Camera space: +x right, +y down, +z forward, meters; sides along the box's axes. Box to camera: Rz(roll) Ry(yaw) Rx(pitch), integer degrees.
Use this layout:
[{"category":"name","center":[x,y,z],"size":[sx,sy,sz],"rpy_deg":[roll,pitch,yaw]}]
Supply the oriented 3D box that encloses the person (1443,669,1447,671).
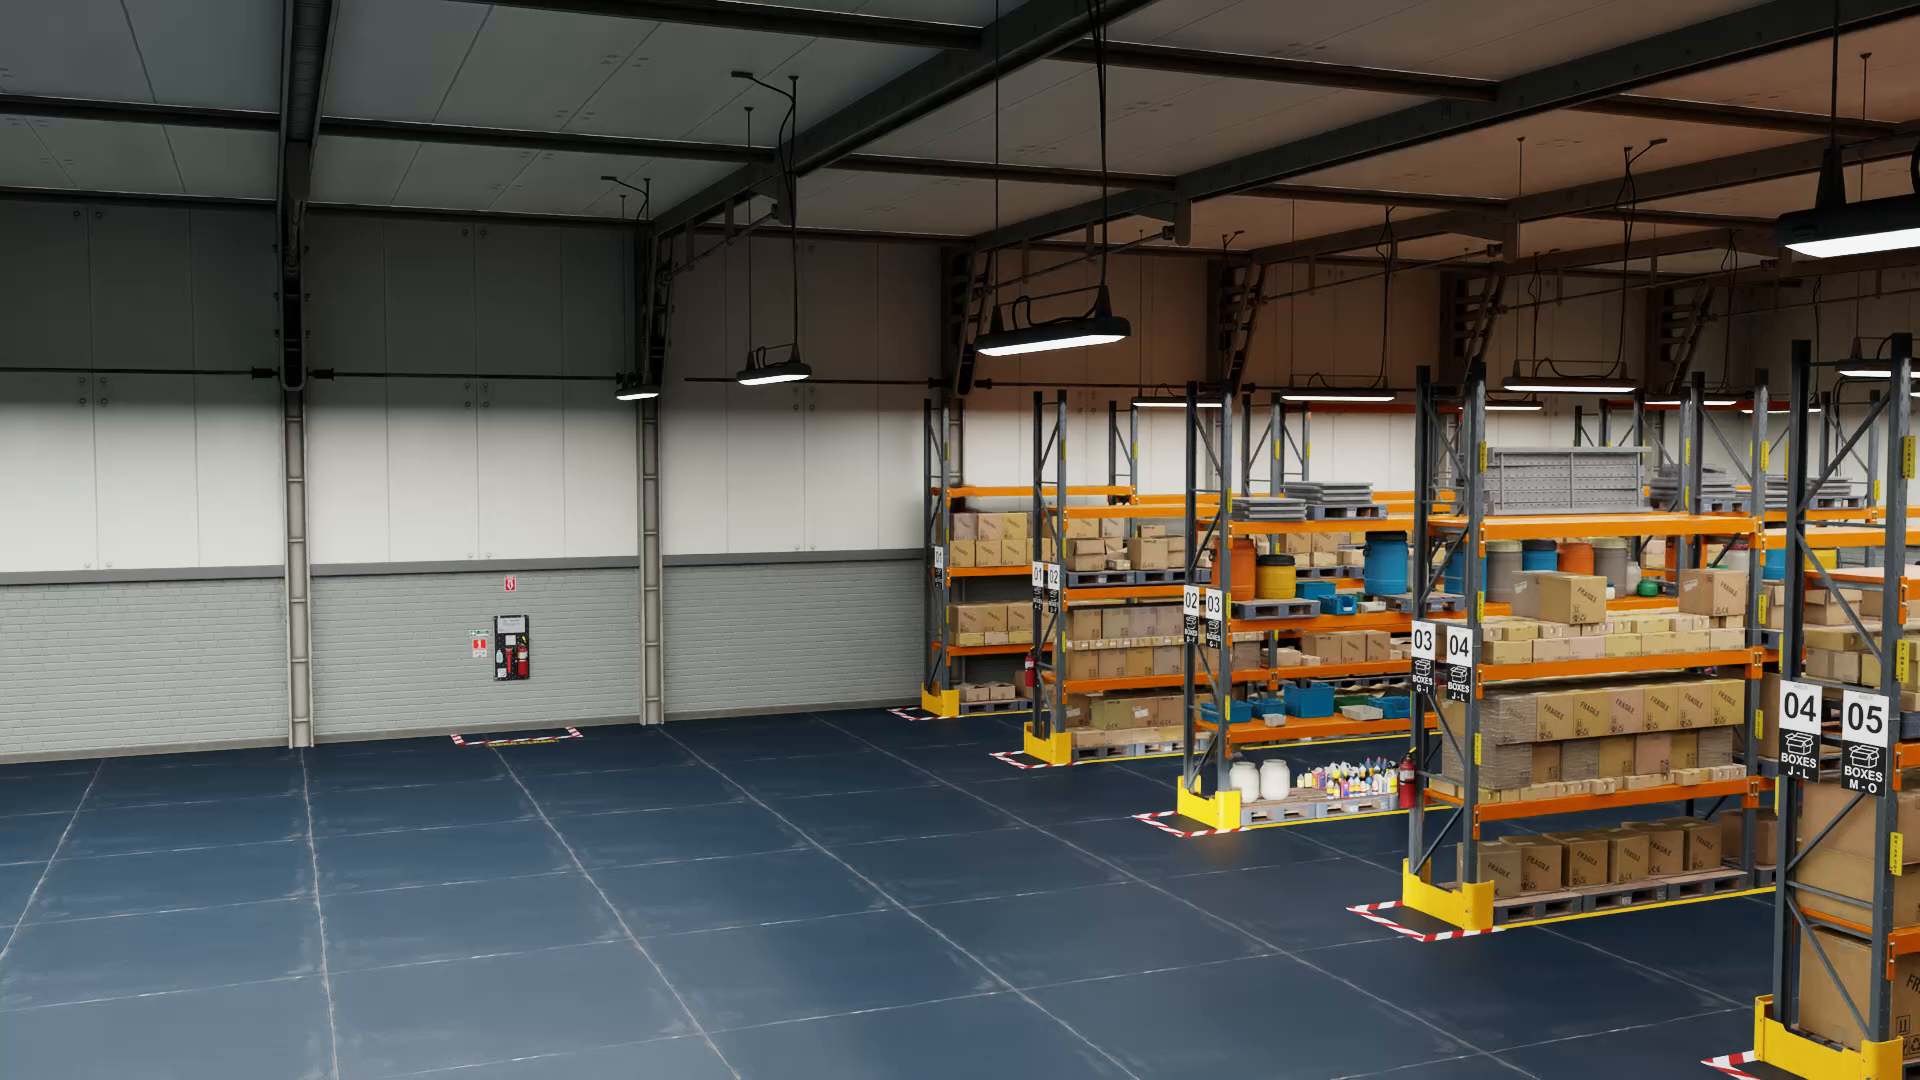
[{"category":"person","center":[9.613,2.337,32.949],"size":[1.048,1.727,0.641],"rpy_deg":[-2,4,-25]}]

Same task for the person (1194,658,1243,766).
[{"category":"person","center":[4.141,2.711,26.721],"size":[1.007,1.749,0.685],"rpy_deg":[-1,4,-21]}]
